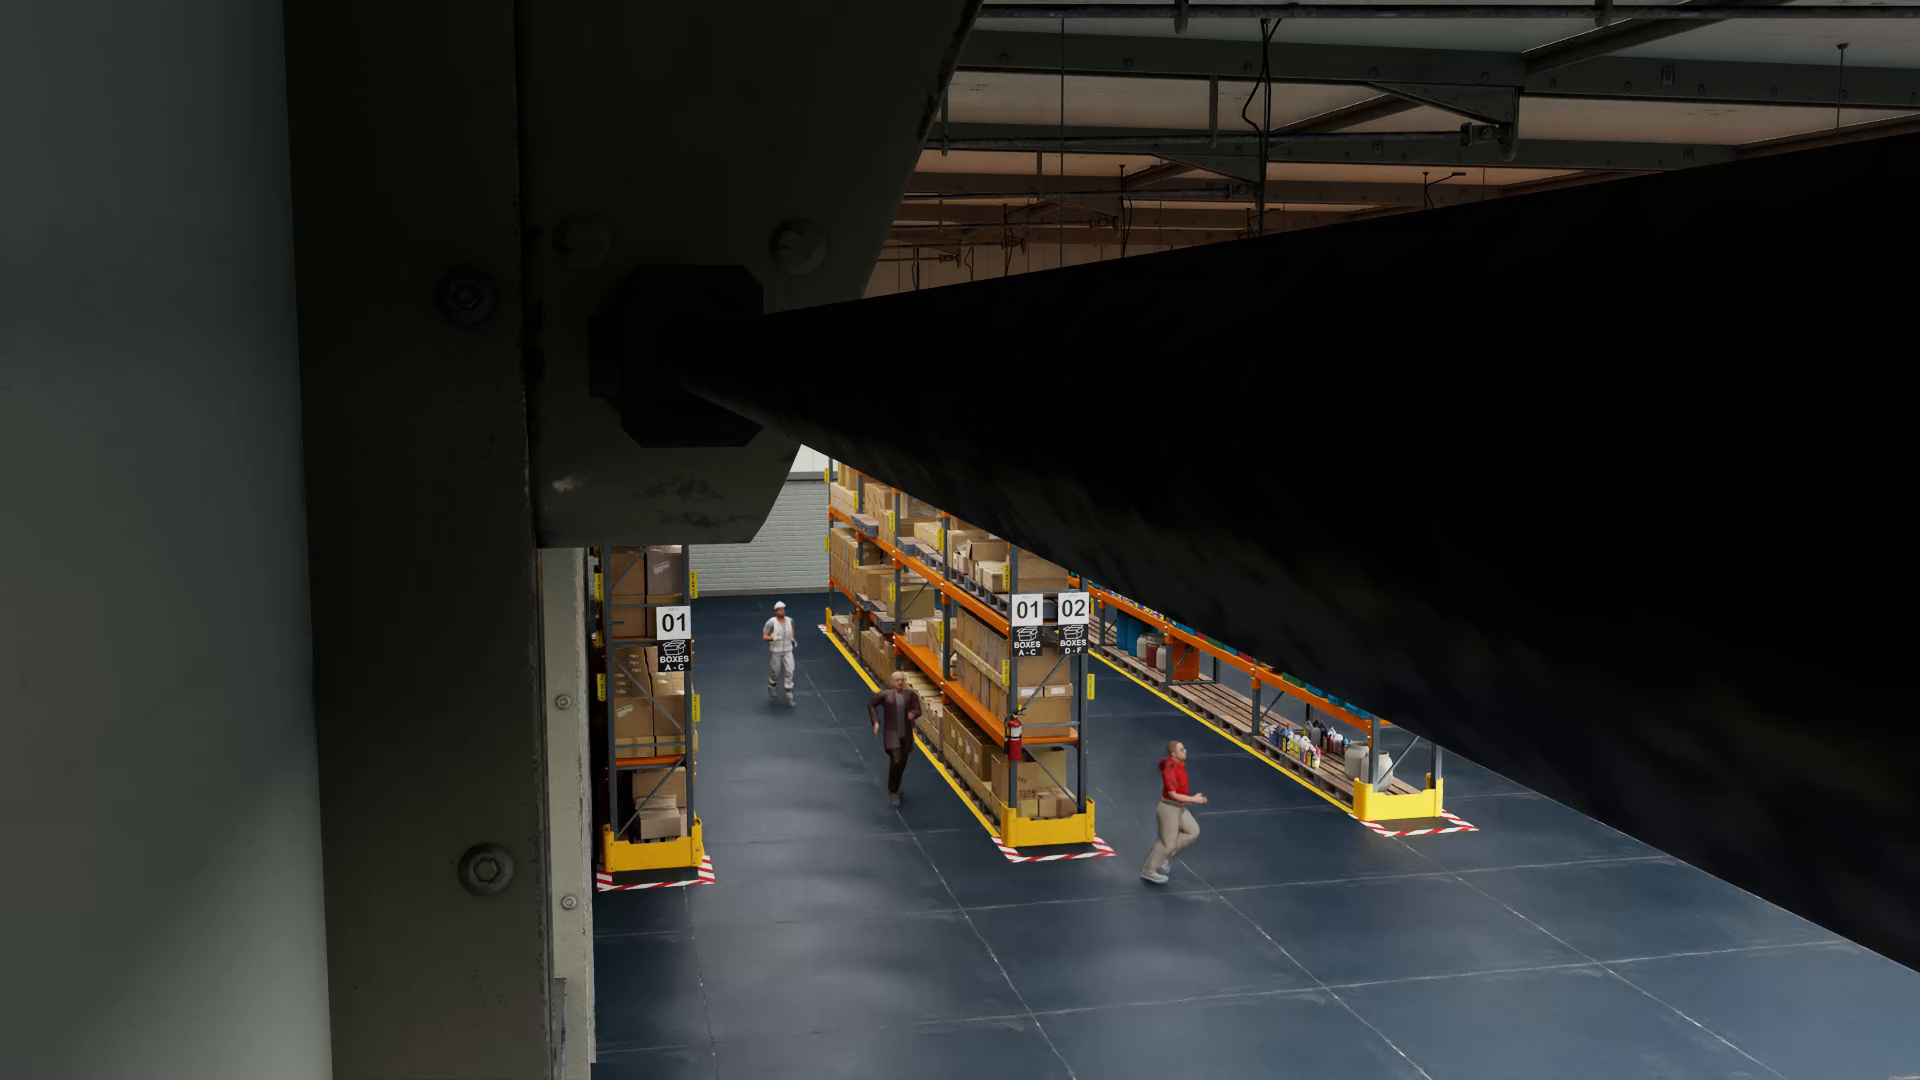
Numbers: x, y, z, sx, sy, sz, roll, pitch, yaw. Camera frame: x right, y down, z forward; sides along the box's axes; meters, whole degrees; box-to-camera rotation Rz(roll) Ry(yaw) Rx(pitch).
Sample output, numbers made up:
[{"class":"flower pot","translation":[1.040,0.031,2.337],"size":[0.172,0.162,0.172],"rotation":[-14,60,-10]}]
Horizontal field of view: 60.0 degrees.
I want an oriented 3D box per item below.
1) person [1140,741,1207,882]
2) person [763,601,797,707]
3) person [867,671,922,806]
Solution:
[{"class":"person","translation":[2.532,3.174,19.556],"size":[0.767,1.683,0.691],"rotation":[2,7,17]},{"class":"person","translation":[-3.126,1.963,29.052],"size":[0.647,1.787,0.968],"rotation":[-3,8,-25]},{"class":"person","translation":[-0.866,2.732,22.992],"size":[0.675,1.846,0.829],"rotation":[-3,7,-24]}]
